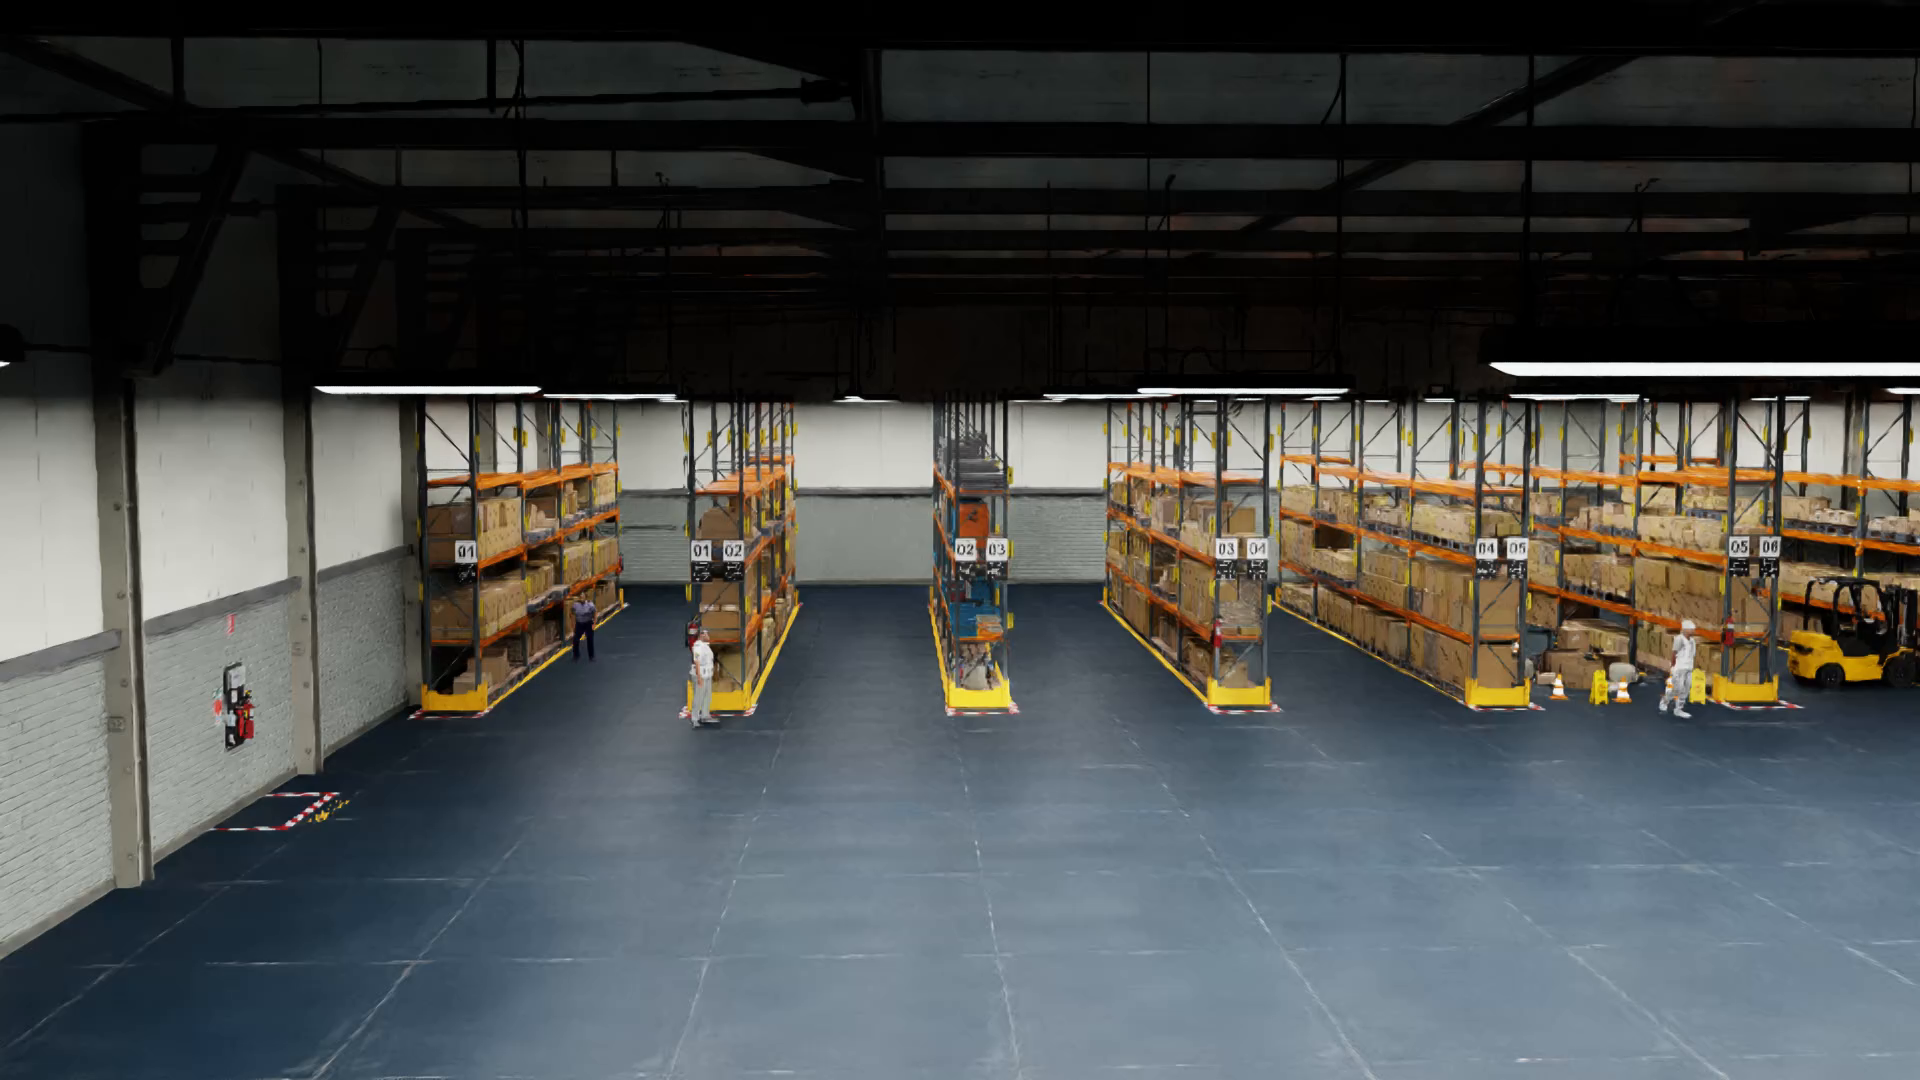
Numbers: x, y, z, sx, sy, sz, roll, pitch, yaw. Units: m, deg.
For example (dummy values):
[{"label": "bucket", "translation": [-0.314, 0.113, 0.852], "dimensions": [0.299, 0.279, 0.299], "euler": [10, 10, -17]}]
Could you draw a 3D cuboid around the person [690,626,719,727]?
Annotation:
[{"label": "person", "translation": [-4.581, 2.414, 29.657], "dimensions": [0.423, 1.763, 0.640], "euler": [1, 5, 12]}]

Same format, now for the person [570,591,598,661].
[{"label": "person", "translation": [-8.372, 1.917, 37.020], "dimensions": [0.625, 1.596, 0.517], "euler": [0, 5, -5]}]

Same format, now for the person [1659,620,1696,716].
[{"label": "person", "translation": [13.209, 2.349, 30.574], "dimensions": [0.600, 1.773, 0.573], "euler": [-4, 6, -38]}]

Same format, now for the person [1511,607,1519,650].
[{"label": "person", "translation": [12.827, 1.747, 38.394], "dimensions": [0.538, 1.665, 0.572], "euler": [2, 5, 26]}]

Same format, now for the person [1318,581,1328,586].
[{"label": "person", "translation": [11.152, 0.665, 51.754], "dimensions": [0.454, 1.659, 0.623], "euler": [-3, 6, -34]}]
